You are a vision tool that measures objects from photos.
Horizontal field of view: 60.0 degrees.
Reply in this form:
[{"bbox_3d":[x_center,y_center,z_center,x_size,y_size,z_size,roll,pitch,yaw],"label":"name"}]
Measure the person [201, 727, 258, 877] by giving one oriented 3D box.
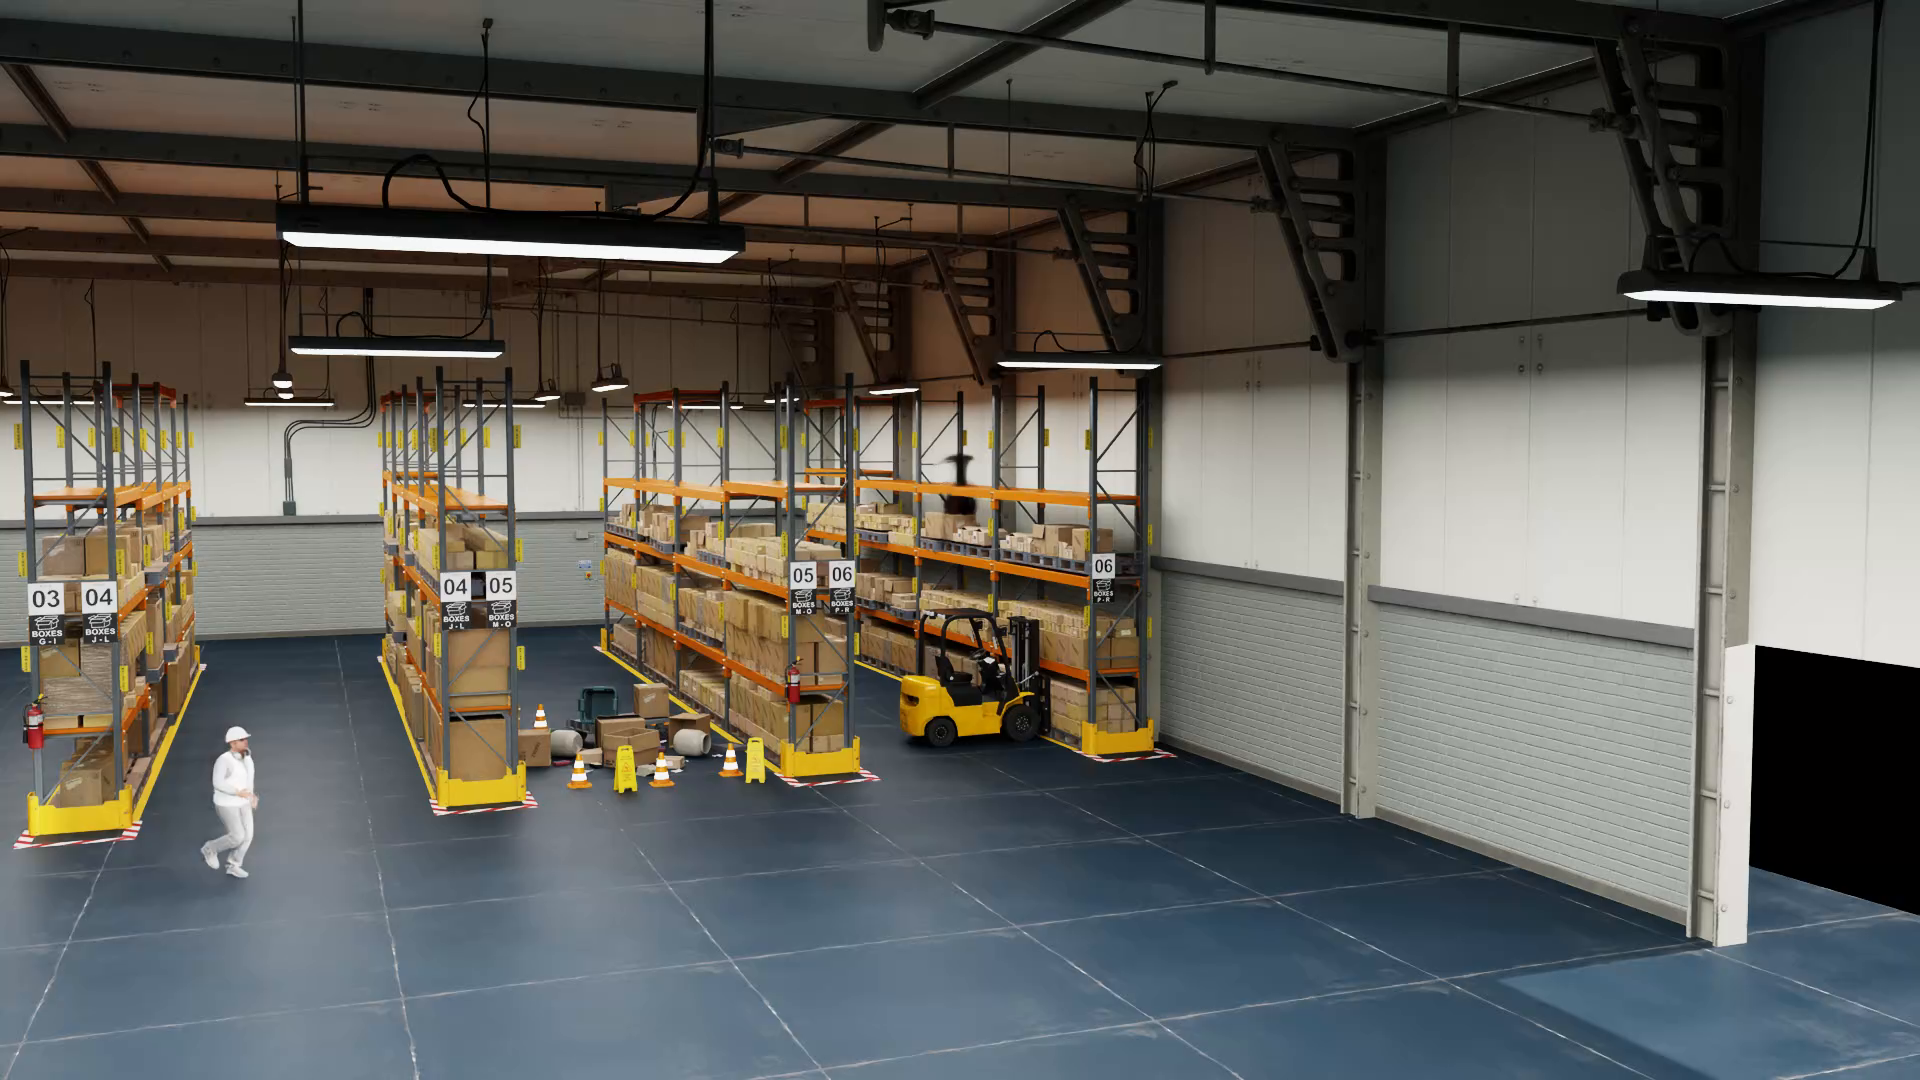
[{"bbox_3d":[-8.326,3.006,19.055,0.767,1.745,0.649,1,4,14],"label":"person"}]
